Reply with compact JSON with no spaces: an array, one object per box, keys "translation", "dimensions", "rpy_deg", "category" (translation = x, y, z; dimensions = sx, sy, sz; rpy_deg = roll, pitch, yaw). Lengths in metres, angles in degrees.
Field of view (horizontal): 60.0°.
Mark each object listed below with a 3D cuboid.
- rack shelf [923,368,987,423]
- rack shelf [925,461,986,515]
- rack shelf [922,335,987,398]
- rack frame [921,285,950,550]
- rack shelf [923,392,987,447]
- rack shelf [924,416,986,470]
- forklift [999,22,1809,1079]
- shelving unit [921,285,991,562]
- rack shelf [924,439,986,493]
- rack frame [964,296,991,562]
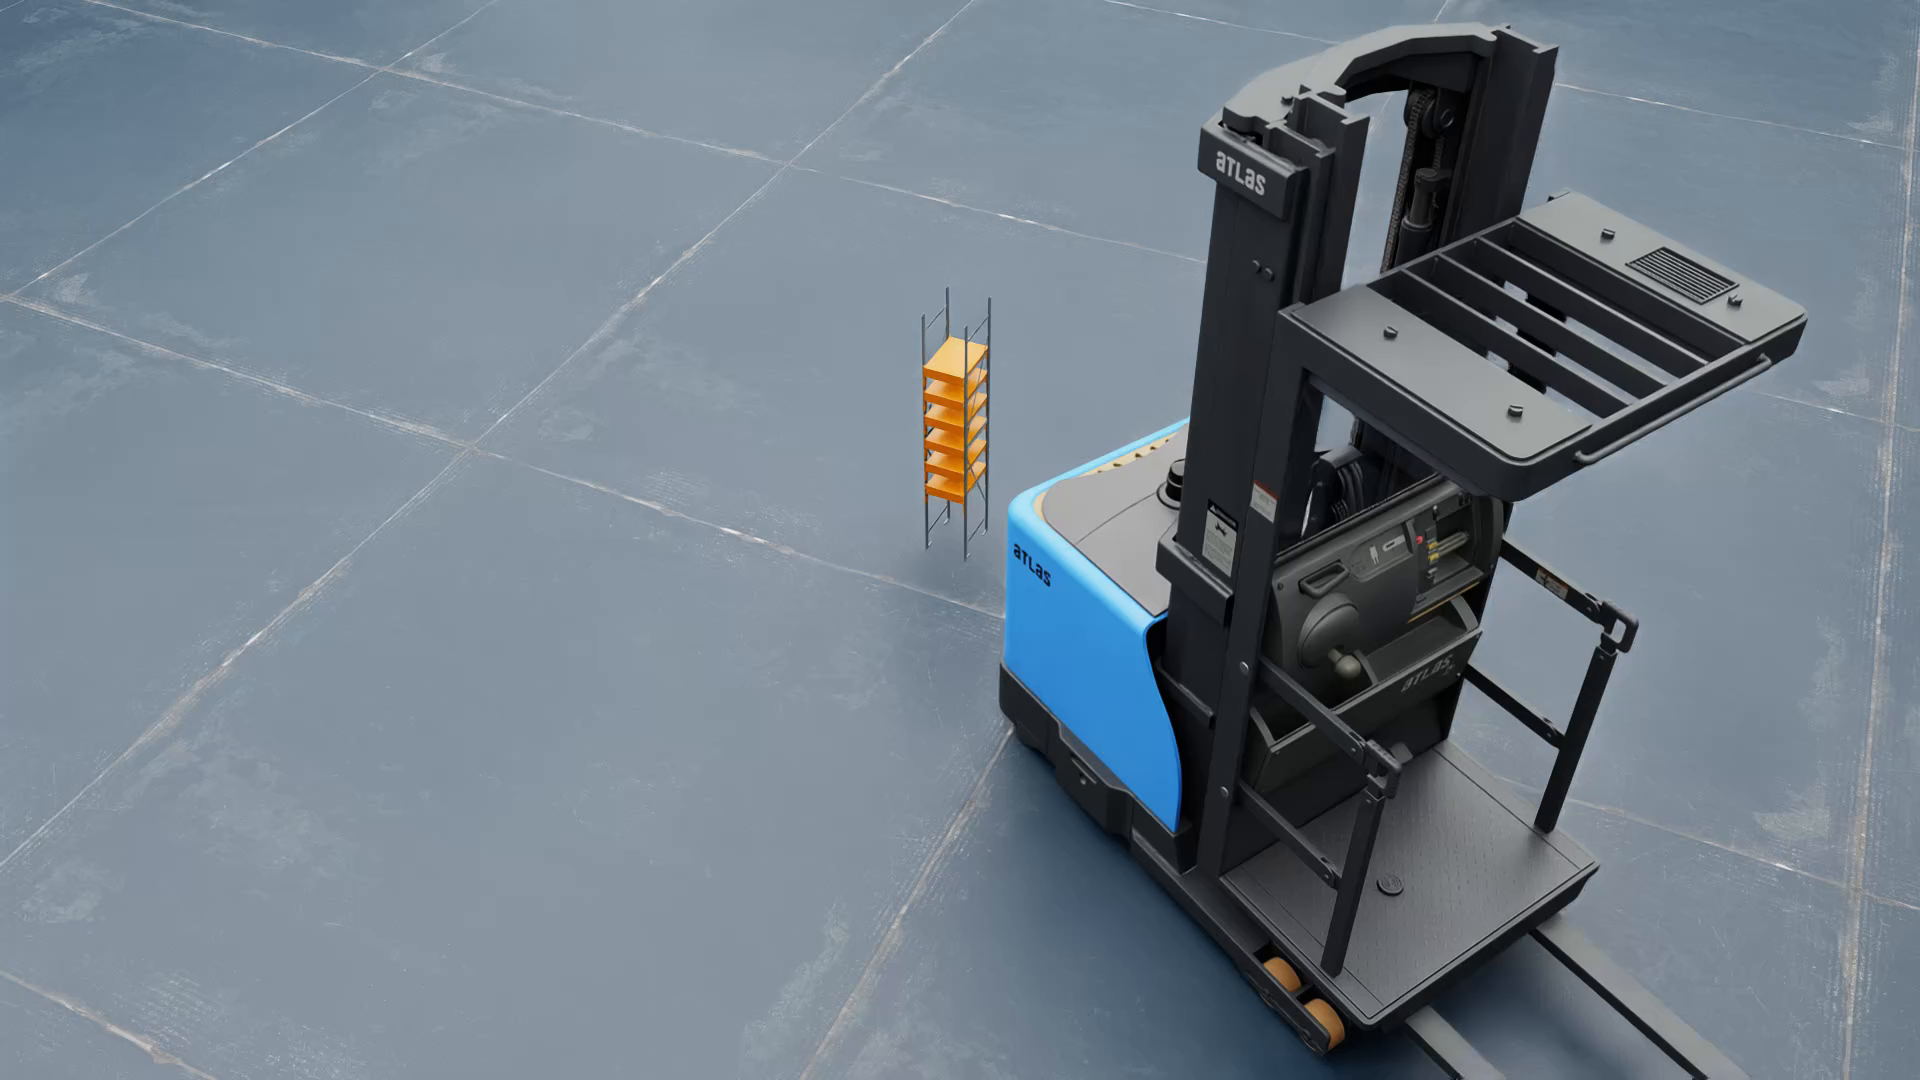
[{"translation":[-0.013,-0.605,6.734],"dimensions":[0.180,0.103,0.258],"rpy_deg":[17,44,19],"category":"rack shelf"},{"translation":[-0.013,-0.242,7.048],"dimensions":[0.180,0.103,0.258],"rpy_deg":[17,44,19],"category":"rack shelf"},{"translation":[-0.013,-0.696,6.655],"dimensions":[0.180,0.103,0.258],"rpy_deg":[17,44,19],"category":"rack shelf"},{"translation":[-0.096,-0.483,6.891],"dimensions":[0.006,1.200,0.240],"rpy_deg":[17,44,19],"category":"rack frame"},{"translation":[-0.013,-0.514,6.812],"dimensions":[0.180,0.103,0.258],"rpy_deg":[17,44,19],"category":"rack shelf"},{"translation":[-0.013,-0.424,6.891],"dimensions":[0.180,0.103,0.258],"rpy_deg":[17,44,19],"category":"rack shelf"},{"translation":[1.403,0.172,4.813],"dimensions":[1.130,2.935,3.031],"rpy_deg":[-25,47,-26],"category":"forklift"},{"translation":[-0.013,-0.457,6.862],"dimensions":[0.189,1.200,0.258],"rpy_deg":[17,44,19],"category":"shelving unit"},{"translation":[-0.013,-0.333,6.969],"dimensions":[0.180,0.103,0.258],"rpy_deg":[17,44,19],"category":"rack shelf"},{"translation":[0.070,-0.432,6.832],"dimensions":[0.006,1.200,0.240],"rpy_deg":[17,44,19],"category":"rack frame"}]
